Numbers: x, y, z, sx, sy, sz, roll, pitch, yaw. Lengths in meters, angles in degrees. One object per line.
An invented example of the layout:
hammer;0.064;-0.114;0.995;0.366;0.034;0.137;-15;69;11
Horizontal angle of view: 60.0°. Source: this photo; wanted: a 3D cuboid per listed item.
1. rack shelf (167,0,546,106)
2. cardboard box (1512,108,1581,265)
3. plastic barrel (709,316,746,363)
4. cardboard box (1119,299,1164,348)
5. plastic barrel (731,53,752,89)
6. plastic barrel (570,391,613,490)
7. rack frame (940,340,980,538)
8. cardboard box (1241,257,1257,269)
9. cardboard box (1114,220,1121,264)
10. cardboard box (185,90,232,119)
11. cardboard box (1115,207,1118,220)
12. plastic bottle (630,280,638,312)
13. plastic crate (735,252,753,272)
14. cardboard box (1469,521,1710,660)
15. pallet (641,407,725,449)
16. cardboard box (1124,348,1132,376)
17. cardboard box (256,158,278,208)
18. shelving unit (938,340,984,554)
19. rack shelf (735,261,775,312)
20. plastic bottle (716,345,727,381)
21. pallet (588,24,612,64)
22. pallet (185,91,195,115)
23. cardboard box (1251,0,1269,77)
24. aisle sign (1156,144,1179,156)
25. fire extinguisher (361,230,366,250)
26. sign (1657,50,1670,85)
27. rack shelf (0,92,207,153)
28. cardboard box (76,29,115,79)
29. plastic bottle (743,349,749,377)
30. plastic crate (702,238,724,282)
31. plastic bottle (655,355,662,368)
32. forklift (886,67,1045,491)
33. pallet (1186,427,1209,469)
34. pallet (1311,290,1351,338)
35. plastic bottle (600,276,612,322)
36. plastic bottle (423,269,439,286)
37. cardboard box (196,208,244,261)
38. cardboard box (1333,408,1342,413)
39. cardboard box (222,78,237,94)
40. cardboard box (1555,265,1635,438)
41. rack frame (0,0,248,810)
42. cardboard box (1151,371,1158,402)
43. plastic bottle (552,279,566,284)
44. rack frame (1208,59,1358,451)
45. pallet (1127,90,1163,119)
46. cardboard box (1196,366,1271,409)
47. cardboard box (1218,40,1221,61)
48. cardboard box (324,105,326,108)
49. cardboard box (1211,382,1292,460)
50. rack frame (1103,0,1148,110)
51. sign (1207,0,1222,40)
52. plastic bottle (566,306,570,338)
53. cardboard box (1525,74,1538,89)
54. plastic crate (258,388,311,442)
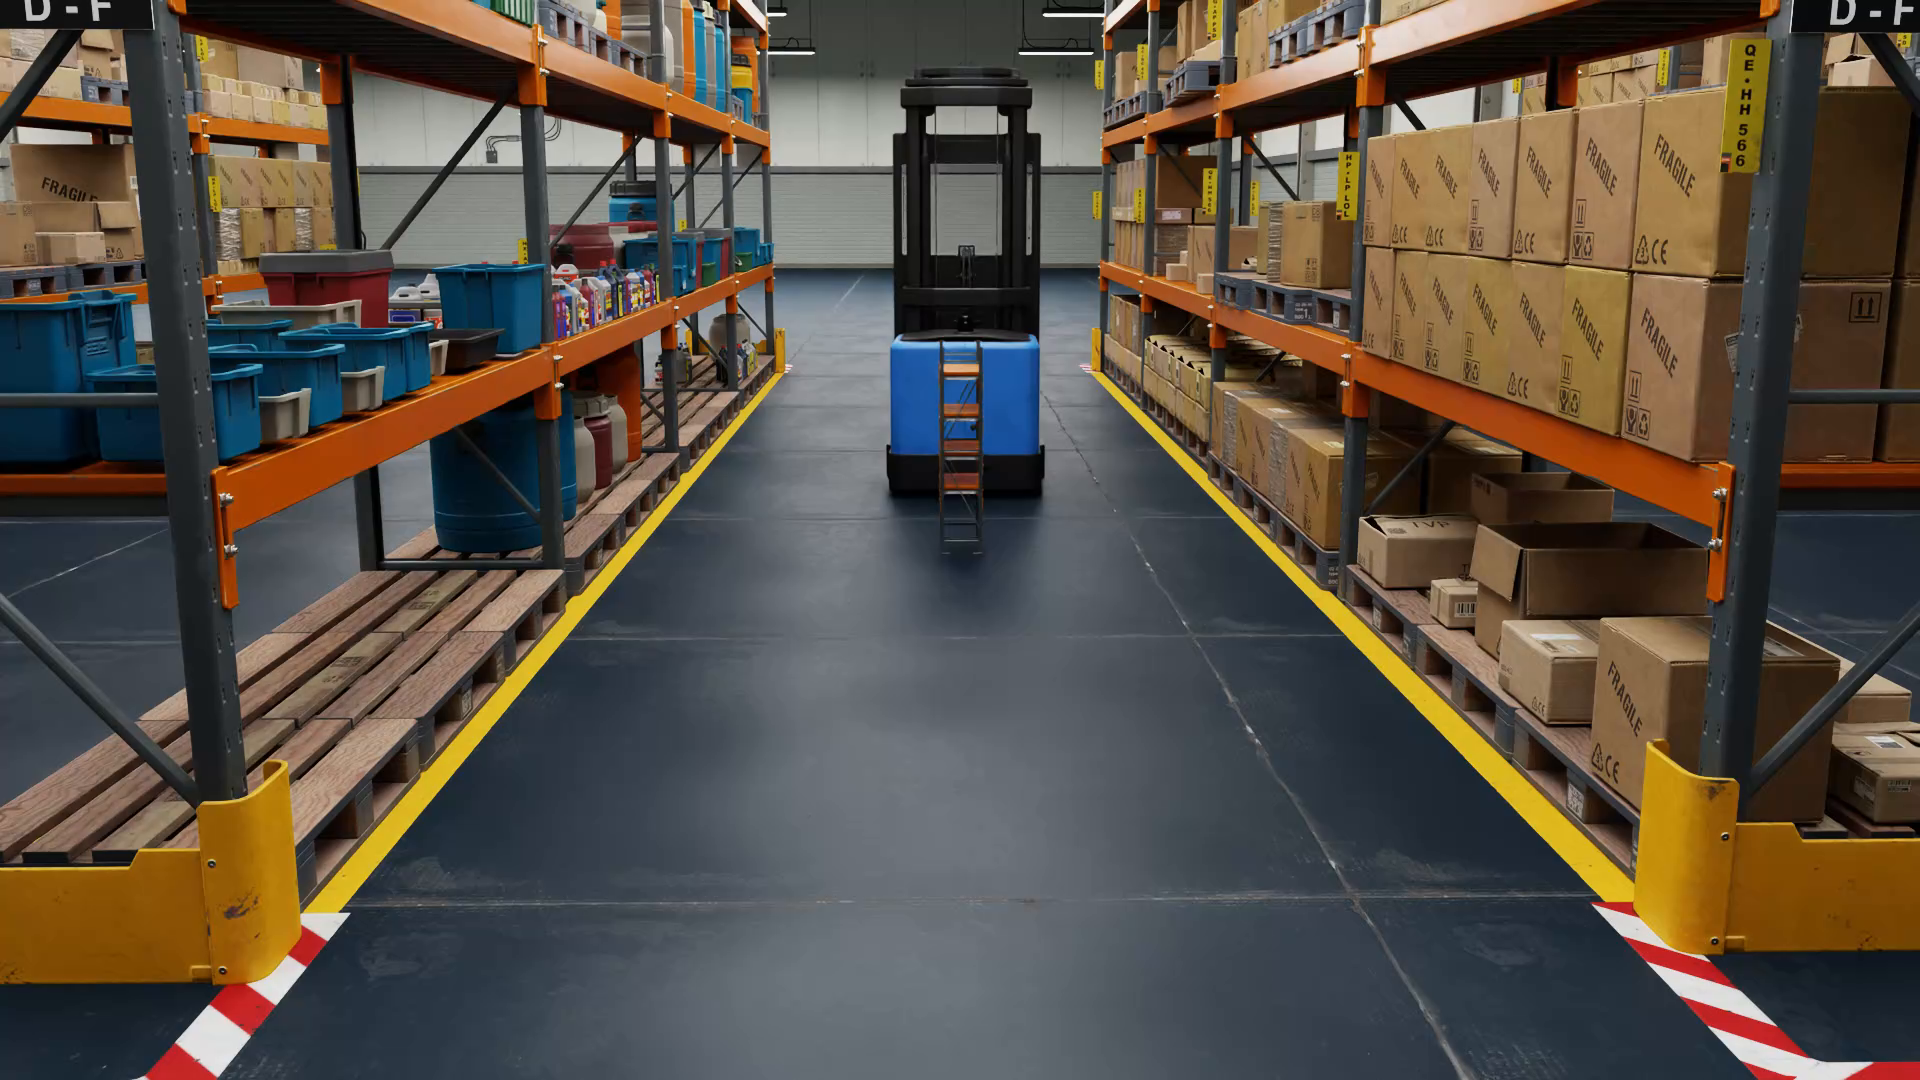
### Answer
rack shelf;-2.466;-1.861;5.953;1.077;0.370;4.000;0;11;-1
cardboard box;2.217;-1.195;5.641;0.500;0.500;0.500;0;11;0
plastic barrel;-2.654;-2.283;18.968;0.421;0.512;0.421;0;11;0
cardboard box;2.015;-2.366;18.151;0.500;0.500;0.500;0;11;-1
plastic barrel;-2.604;-5.068;18.424;0.600;0.588;0.600;0;11;0
plastic barrel;-2.539;-0.639;10.671;0.600;0.588;0.708;0;11;-1
rack frame;-0.002;-0.604;10.017;0.240;1.200;0.015;0;11;-1
cardboard box;2.399;-1.985;12.521;0.500;0.311;0.500;0;11;2
cardboard box;2.194;-3.502;19.526;0.700;0.500;0.500;0;11;-1
cardboard box;-7.377;-4.198;16.040;0.500;0.250;0.500;-1;11;-3
cardboard box;1.999;-3.782;19.272;0.380;0.149;0.250;-1;11;-3
plastic bottle;-2.156;-1.595;10.874;0.097;0.201;0.097;0;11;0
plastic crate;-2.418;-2.899;17.335;0.450;0.188;0.662;0;11;-1
cardboard box;2.490;0.221;6.600;0.797;0.503;0.637;0;11;-1
pallet;-2.589;-0.966;14.288;1.003;0.211;1.213;0;11;-1
cardboard box;2.027;-1.899;17.736;0.500;0.250;0.500;0;11;-1
cardboard box;-7.401;-3.685;17.165;0.500;0.500;0.500;0;11;-1
shelving unit;0.003;-0.555;9.778;0.258;1.200;0.503;0;11;-1
rack shelf;-2.713;-2.776;18.009;1.077;0.370;4.000;0;11;-1
plastic bottle;-2.418;-1.810;16.994;0.144;0.351;0.185;0;11;-1
pallet;-2.647;-2.899;9.737;1.003;0.211;1.213;0;11;-1
pallet;-7.718;-3.966;14.991;1.213;0.211;1.003;0;11;-1
cardboard box;2.416;-3.287;10.921;0.910;0.500;0.500;0;11;-1
aisle sign;2.490;-4.834;19.806;0.394;0.787;0.004;0;11;-1
fire extinguisher;-7.248;-3.493;19.926;0.296;0.674;0.183;0;11;-1
sign;6.690;-4.492;15.810;0.100;0.325;0.005;0;11;-1
rack shelf;-7.583;-3.431;13.691;1.077;0.370;4.000;0;11;-1
cardboard box;-7.693;-4.156;14.142;0.797;0.503;0.637;0;11;1
plastic bottle;-2.240;-1.848;17.351;0.061;0.283;0.133;0;11;1
plastic crate;-2.338;-2.506;14.905;0.392;0.384;0.575;0;11;-1
plastic bottle;-3.012;-1.710;16.669;0.061;0.283;0.133;0;11;2
forklift;0.055;-2.012;12.607;1.130;2.935;3.031;0;11;1
pallet;2.385;-0.753;13.240;1.003;0.211;1.213;0;11;-1
pallet;2.538;-1.226;9.040;1.003;0.211;1.213;0;11;-1
plastic bottle;-2.136;-1.444;9.958;0.097;0.271;0.097;0;11;0
plastic bottle;-2.853;-1.298;9.038;0.144;0.351;0.185;0;11;-1
cardboard box;-7.572;-2.995;16.280;0.875;0.500;0.500;0;11;-1
cardboard box;2.644;-0.554;10.427;0.500;0.500;0.500;-1;11;-3
cardboard box;-7.381;-4.476;16.406;0.380;0.149;0.250;0;11;-1
cardboard box;2.233;-0.606;5.248;0.500;0.500;0.500;0;11;-1
rack frame;-2.424;-0.346;4.220;1.000;3.000;0.127;0;11;-1
cardboard box;2.050;-1.426;15.405;0.500;0.250;0.500;0;11;0
plastic bottle;-2.307;-1.357;9.517;0.152;0.276;0.135;0;11;-1
rack frame;2.363;-1.956;12.155;1.000;3.000;0.127;0;11;-1
pallet;2.237;-4.347;16.620;1.003;0.211;1.213;0;11;-1
cardboard box;2.106;-1.192;12.839;0.500;0.311;0.500;0;11;0
cardboard box;2.268;-3.752;12.787;0.500;0.250;0.500;0;11;0
cardboard box;-7.389;-5.044;19.208;0.380;0.149;0.250;0;11;-1
cardboard box;2.087;-0.855;11.908;0.500;0.500;0.500;0;11;1
rack frame;2.198;-6.486;19.397;1.000;3.000;0.127;0;11;-1
sign;1.808;-3.717;11.795;0.100;0.325;0.005;0;11;-1
plastic bottle;-2.111;-1.168;8.770;0.097;0.201;0.097;0;11;0
cardboard box;6.915;-5.508;19.306;0.500;0.500;0.500;-1;12;-5
plastic crate;-2.024;-0.361;4.805;0.250;0.136;0.298;0;11;-1
